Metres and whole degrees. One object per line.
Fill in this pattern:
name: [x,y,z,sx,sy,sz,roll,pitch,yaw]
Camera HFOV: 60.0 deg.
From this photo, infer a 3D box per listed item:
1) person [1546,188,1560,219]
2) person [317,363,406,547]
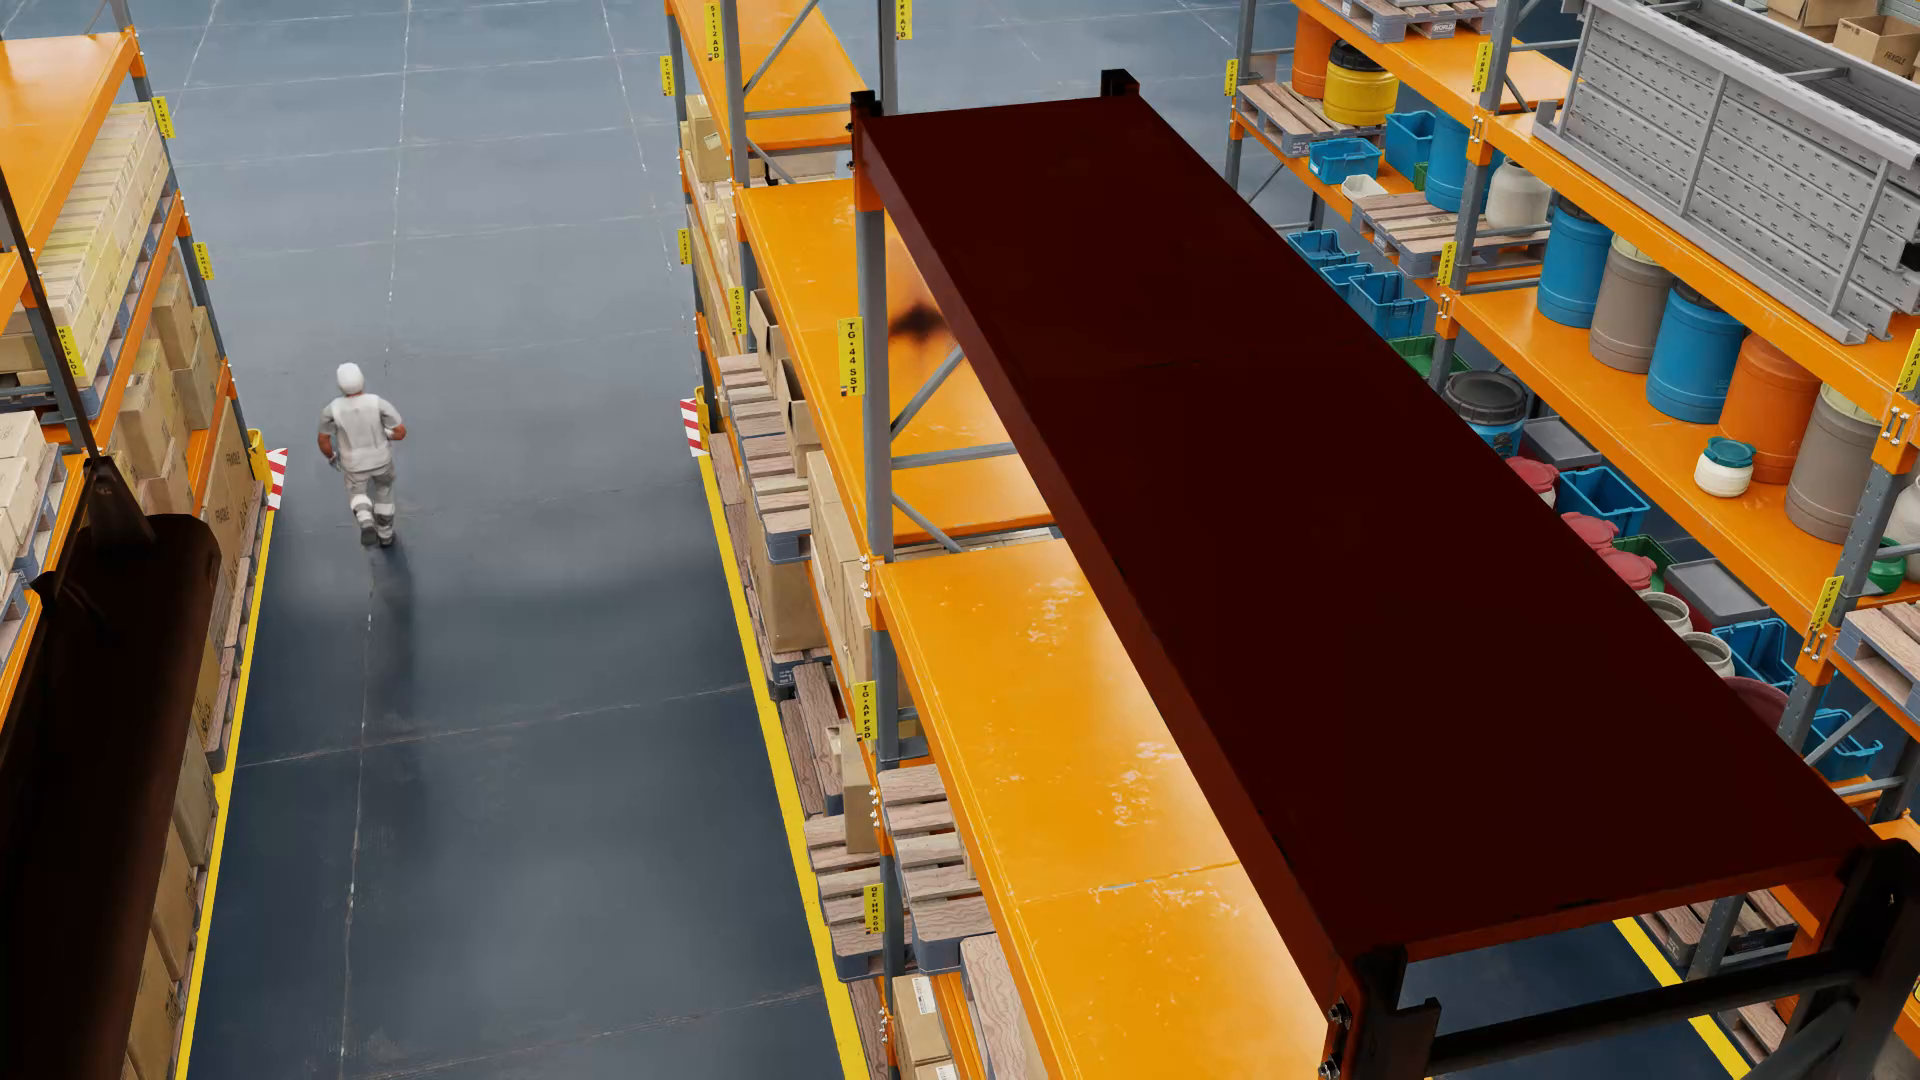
person: [6.717,-4.042,18.469,0.655,1.717,0.739,12,36,17]
person: [-4.807,-0.631,13.505,0.676,1.724,0.675,-13,37,-18]
